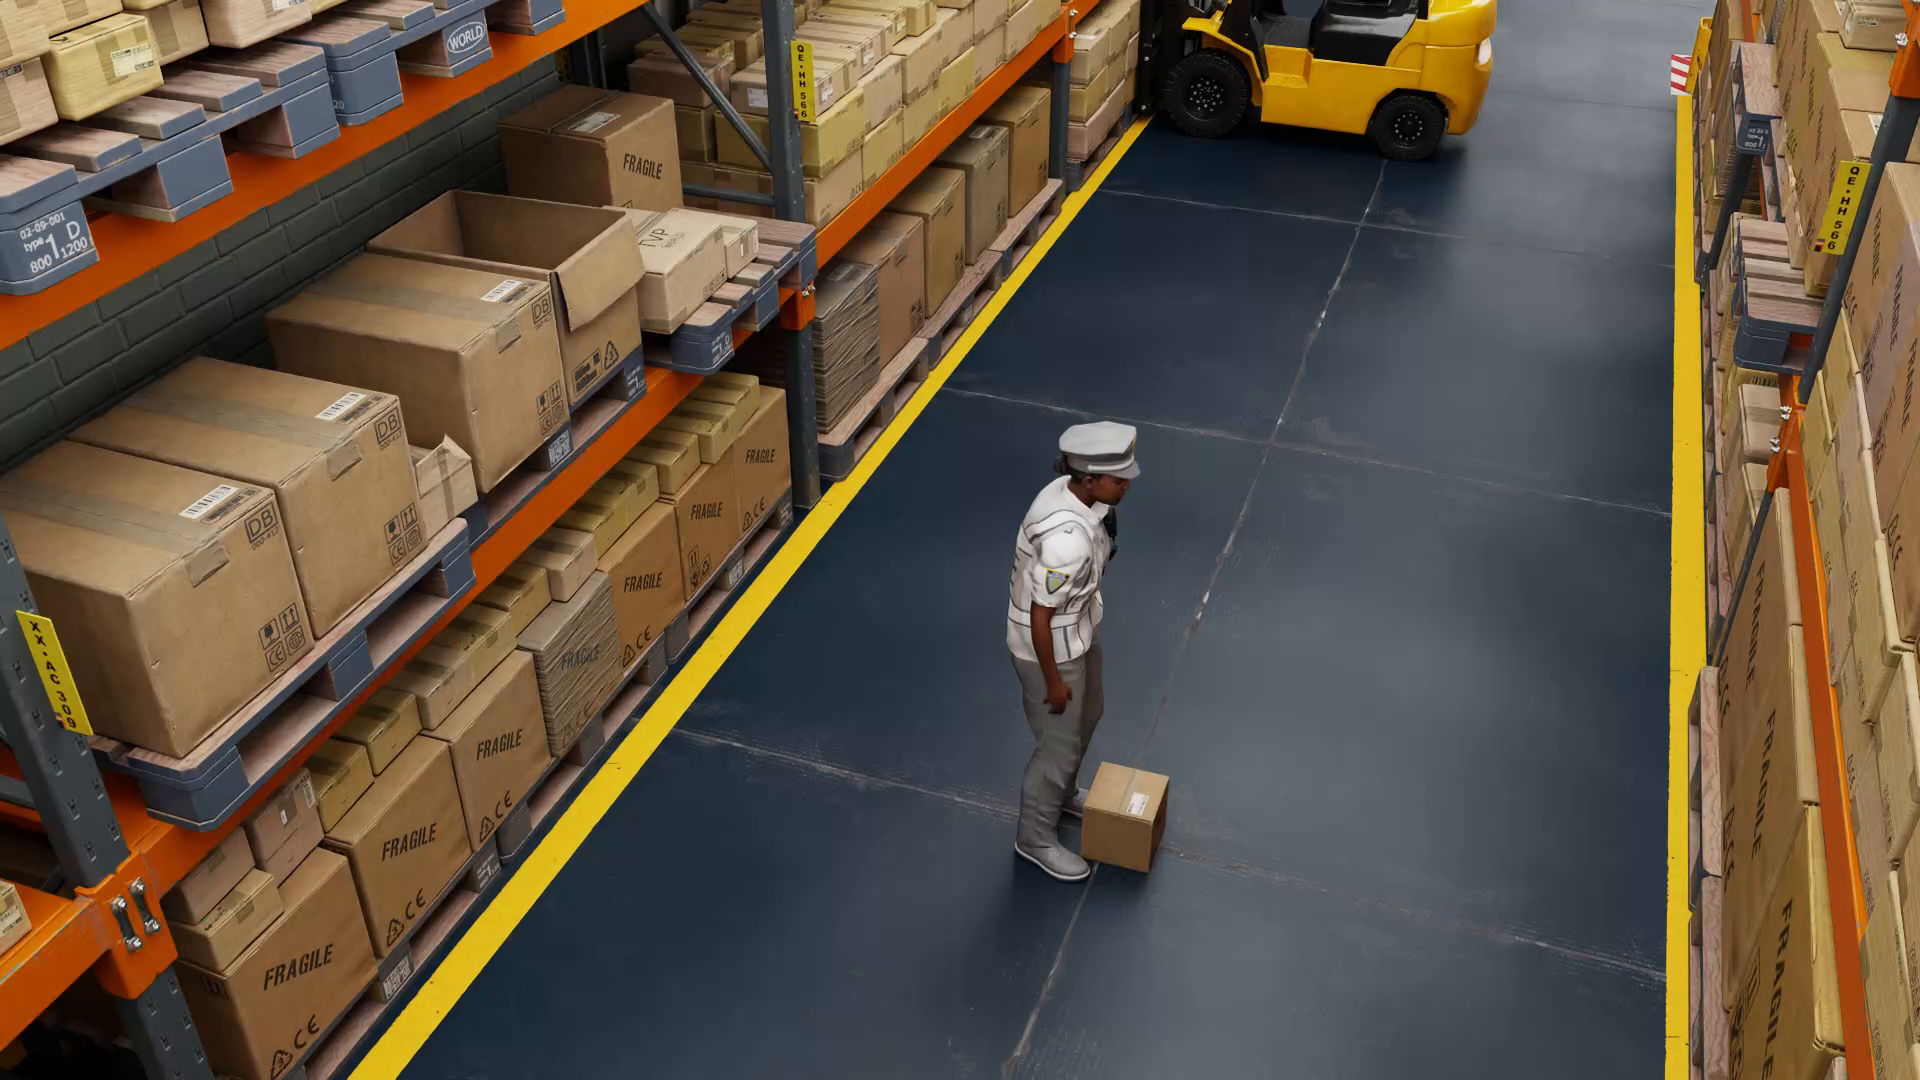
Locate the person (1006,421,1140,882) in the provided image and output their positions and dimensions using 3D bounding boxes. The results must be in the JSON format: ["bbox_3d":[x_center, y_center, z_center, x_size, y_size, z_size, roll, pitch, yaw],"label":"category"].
[{"bbox_3d":[0.361,0.360,5.599,0.397,1.656,0.518,10,35,15],"label":"person"}]
